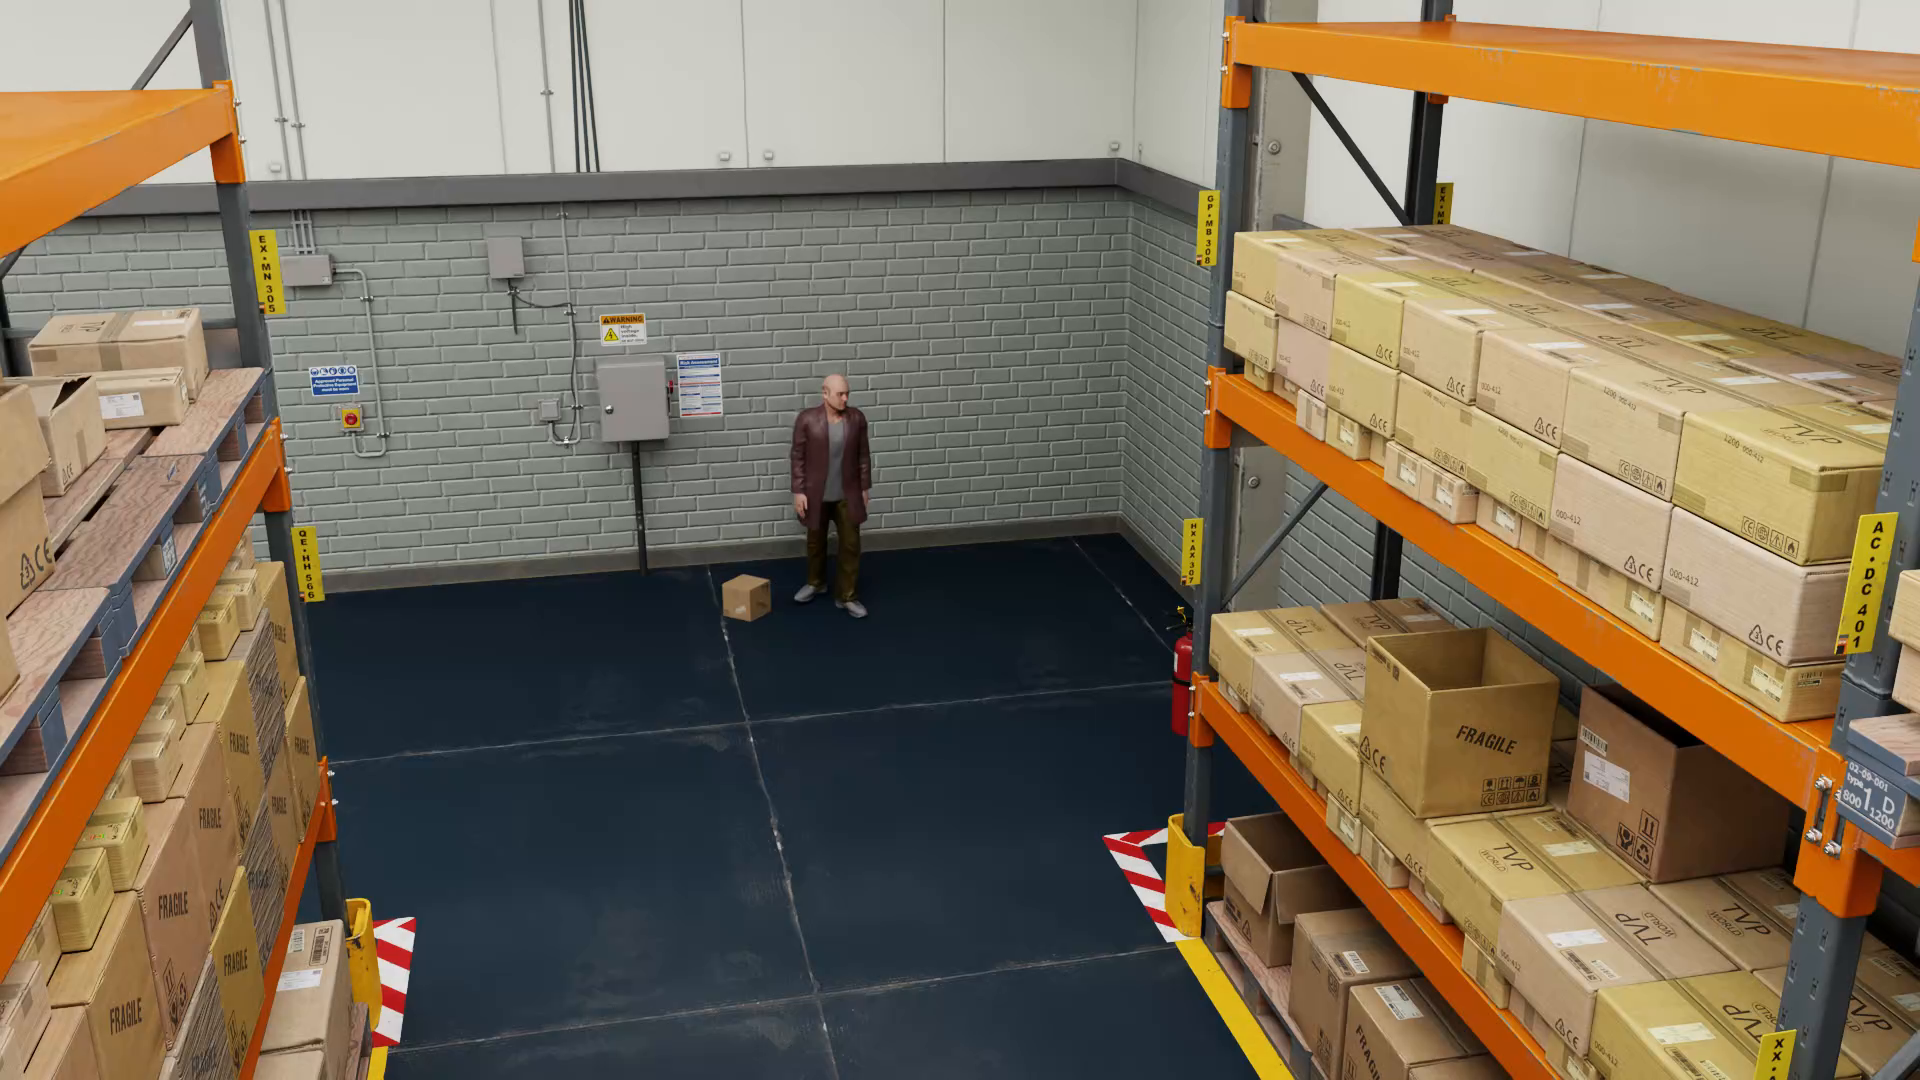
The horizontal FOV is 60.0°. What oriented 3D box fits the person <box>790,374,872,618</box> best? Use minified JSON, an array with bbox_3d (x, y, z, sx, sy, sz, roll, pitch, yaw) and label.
[{"bbox_3d":[-0.932,-0.345,12.072,0.599,1.779,0.620,-4,20,-12],"label":"person"}]
